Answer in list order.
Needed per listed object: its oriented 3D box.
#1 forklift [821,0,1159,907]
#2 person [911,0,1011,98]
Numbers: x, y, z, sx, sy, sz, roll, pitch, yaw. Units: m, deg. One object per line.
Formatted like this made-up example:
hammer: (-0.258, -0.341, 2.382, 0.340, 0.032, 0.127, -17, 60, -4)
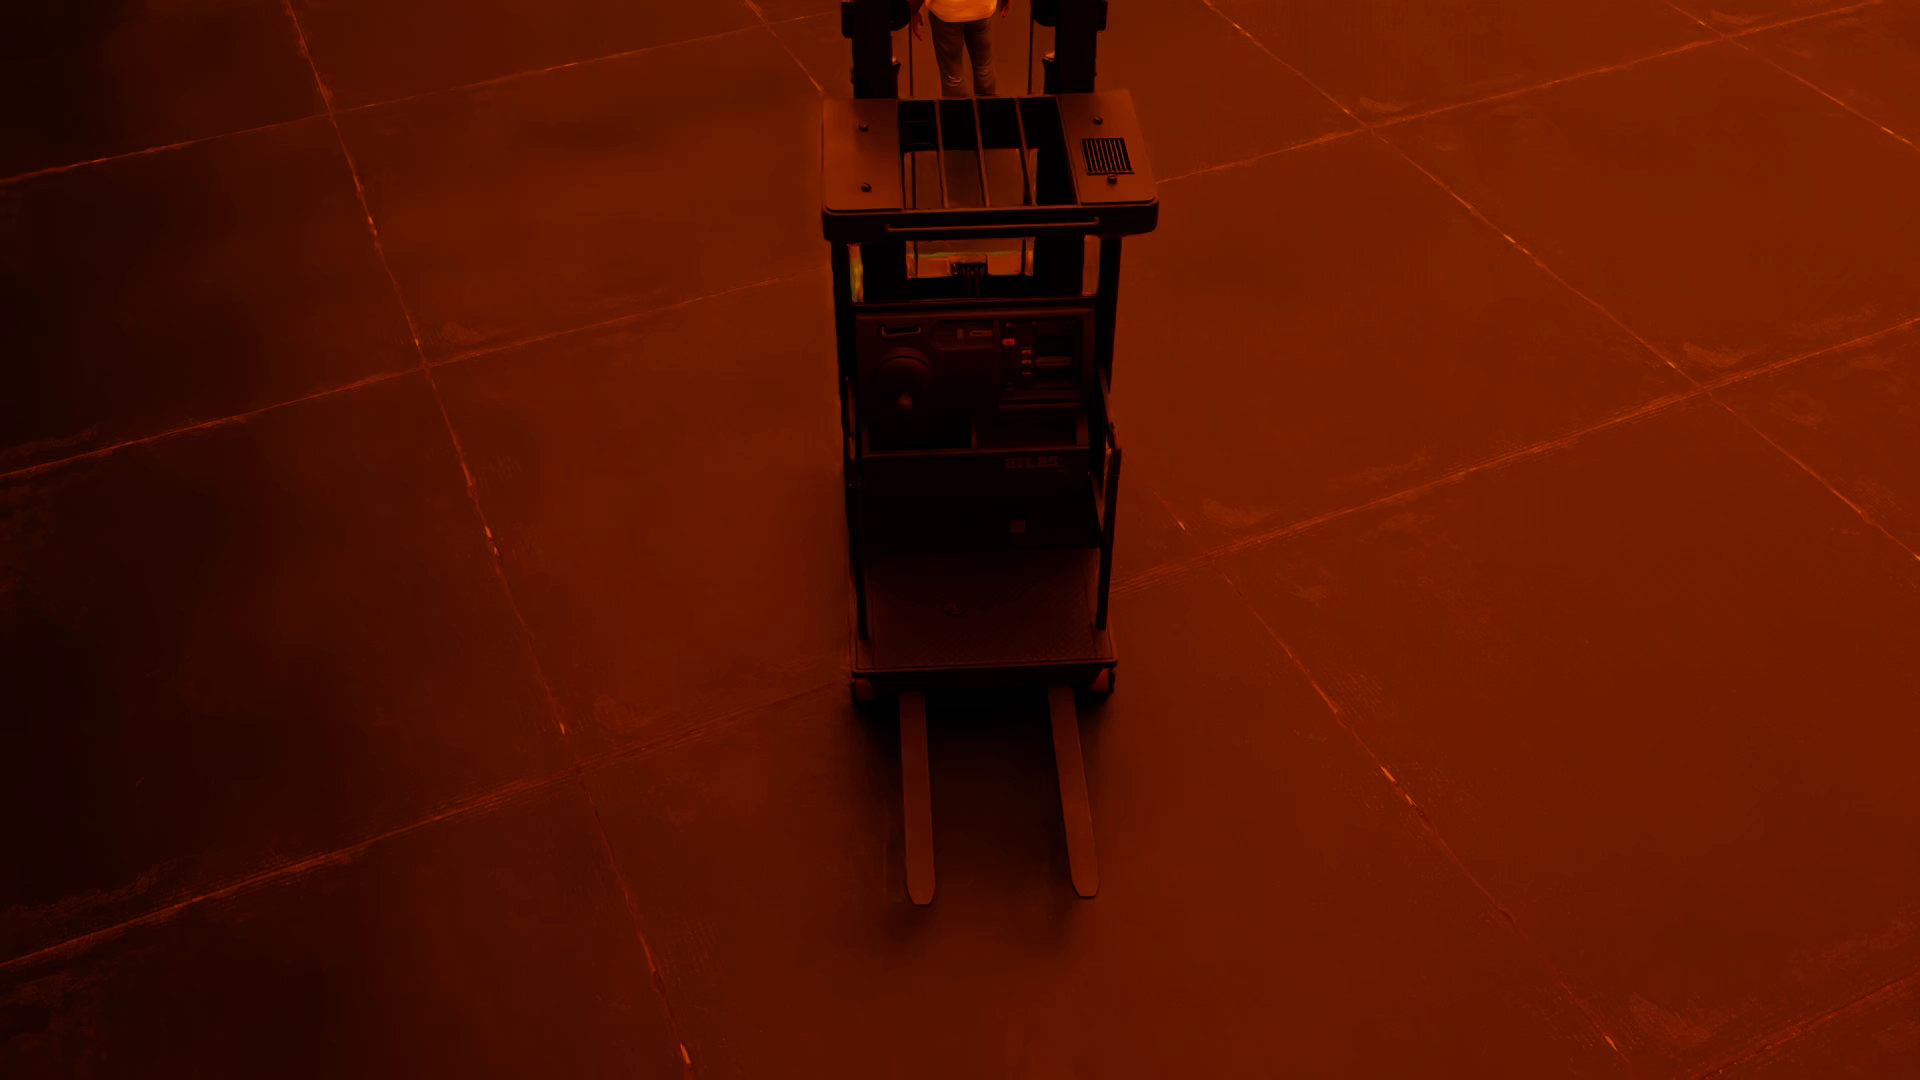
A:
forklift: (0.076, -0.617, 6.342, 1.130, 2.935, 3.031, -2, 43, -2)
person: (-0.014, -3.239, 9.997, 0.664, 1.768, 0.563, -15, 45, -16)
